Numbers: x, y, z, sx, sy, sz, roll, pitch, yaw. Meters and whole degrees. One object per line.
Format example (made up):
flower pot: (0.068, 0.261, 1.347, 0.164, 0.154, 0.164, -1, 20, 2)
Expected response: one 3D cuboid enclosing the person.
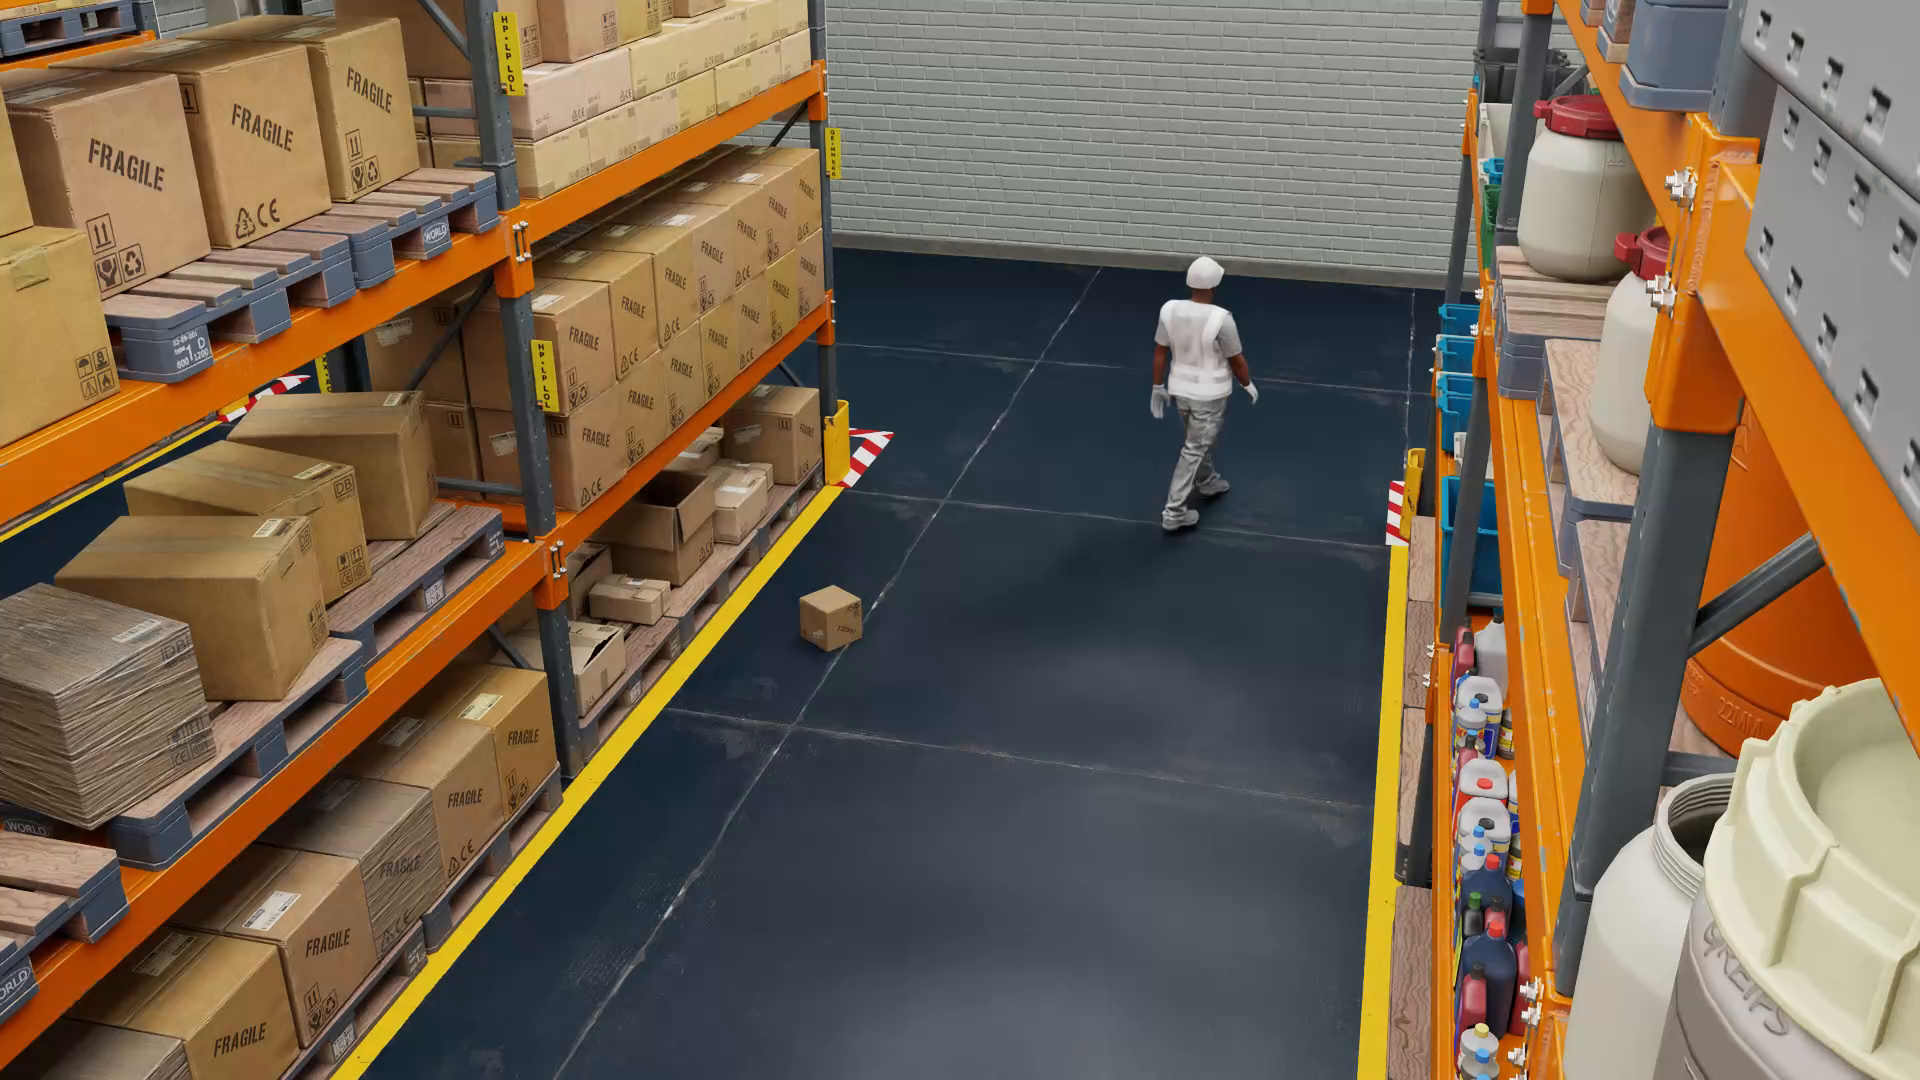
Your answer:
person: (1.617, -0.986, 10.656, 0.898, 1.754, 0.548, -22, 33, -39)
